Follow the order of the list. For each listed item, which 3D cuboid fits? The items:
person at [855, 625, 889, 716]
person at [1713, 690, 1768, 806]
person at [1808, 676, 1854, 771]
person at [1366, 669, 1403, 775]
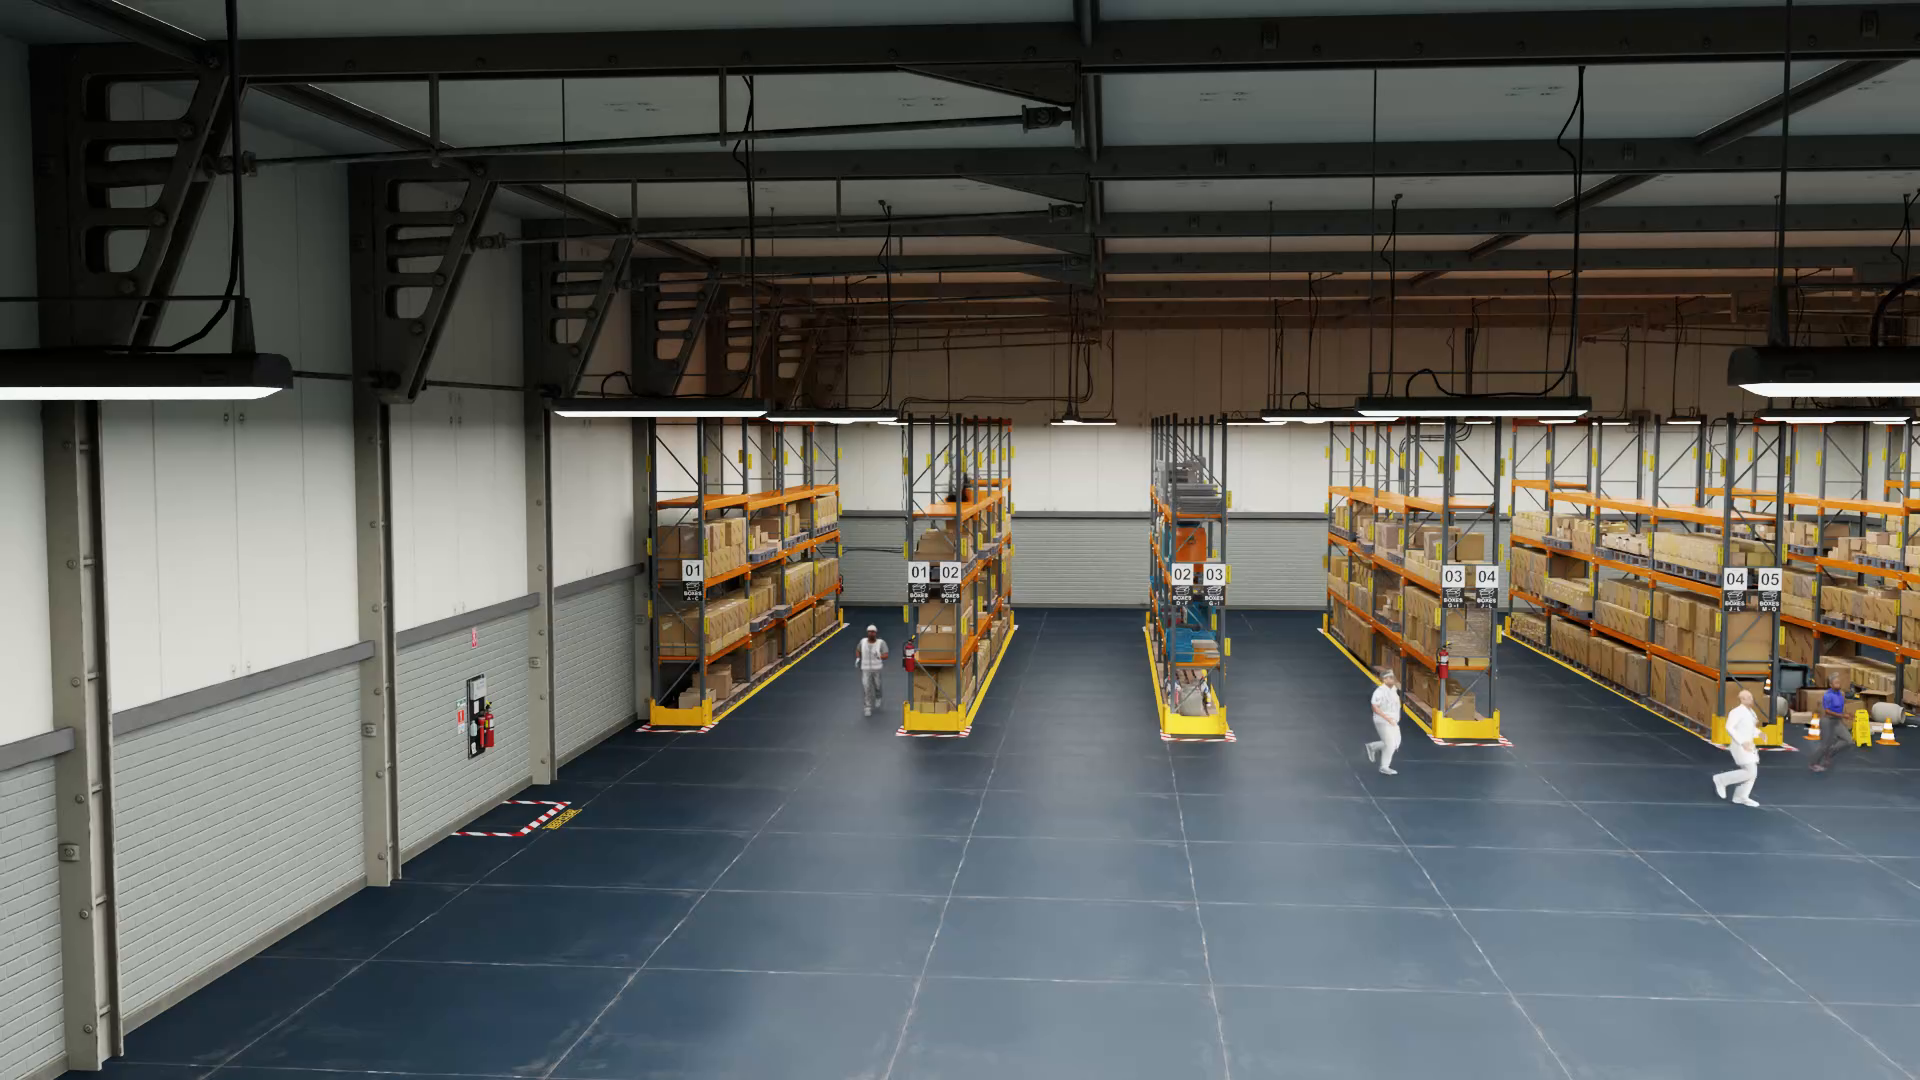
[{"bbox_3d":[-1.765,2.579,33.215,0.679,1.762,0.994,0,4,3],"label":"person"},{"bbox_3d":[11.902,3.153,25.337,0.688,1.750,0.705,3,5,42],"label":"person"},{"bbox_3d":[14.500,3.058,27.584,0.593,1.592,0.750,-2,4,-29],"label":"person"},{"bbox_3d":[7.039,2.996,27.650,0.665,1.751,0.675,4,5,45],"label":"person"}]
